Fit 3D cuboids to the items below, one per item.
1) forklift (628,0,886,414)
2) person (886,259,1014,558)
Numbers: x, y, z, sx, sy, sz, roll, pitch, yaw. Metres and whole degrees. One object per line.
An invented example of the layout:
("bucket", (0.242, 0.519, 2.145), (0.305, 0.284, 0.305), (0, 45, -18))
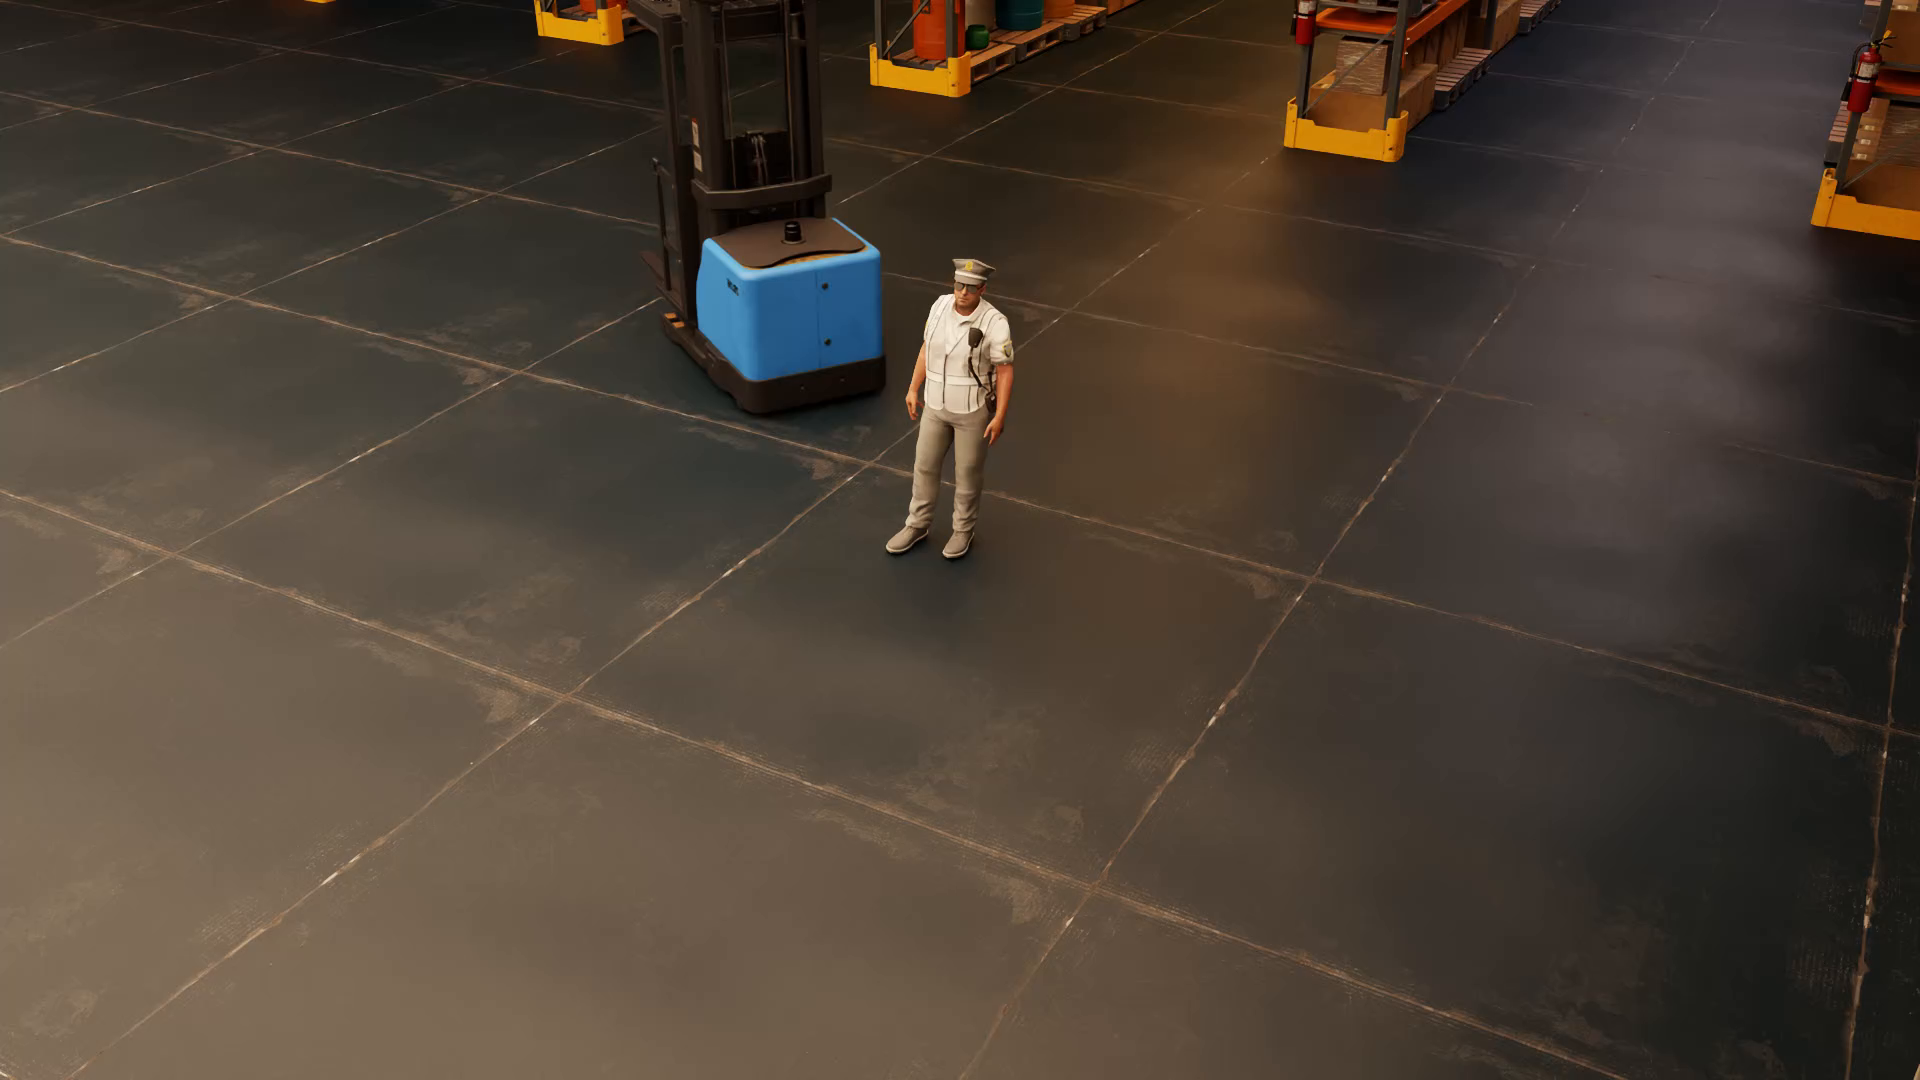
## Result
("forklift", (-1.642, -2.845, 11.999), (1.130, 2.935, 3.031), (-14, 33, -23))
("person", (-0.048, -0.744, 9.501), (0.641, 1.772, 0.574), (15, 33, 25))
